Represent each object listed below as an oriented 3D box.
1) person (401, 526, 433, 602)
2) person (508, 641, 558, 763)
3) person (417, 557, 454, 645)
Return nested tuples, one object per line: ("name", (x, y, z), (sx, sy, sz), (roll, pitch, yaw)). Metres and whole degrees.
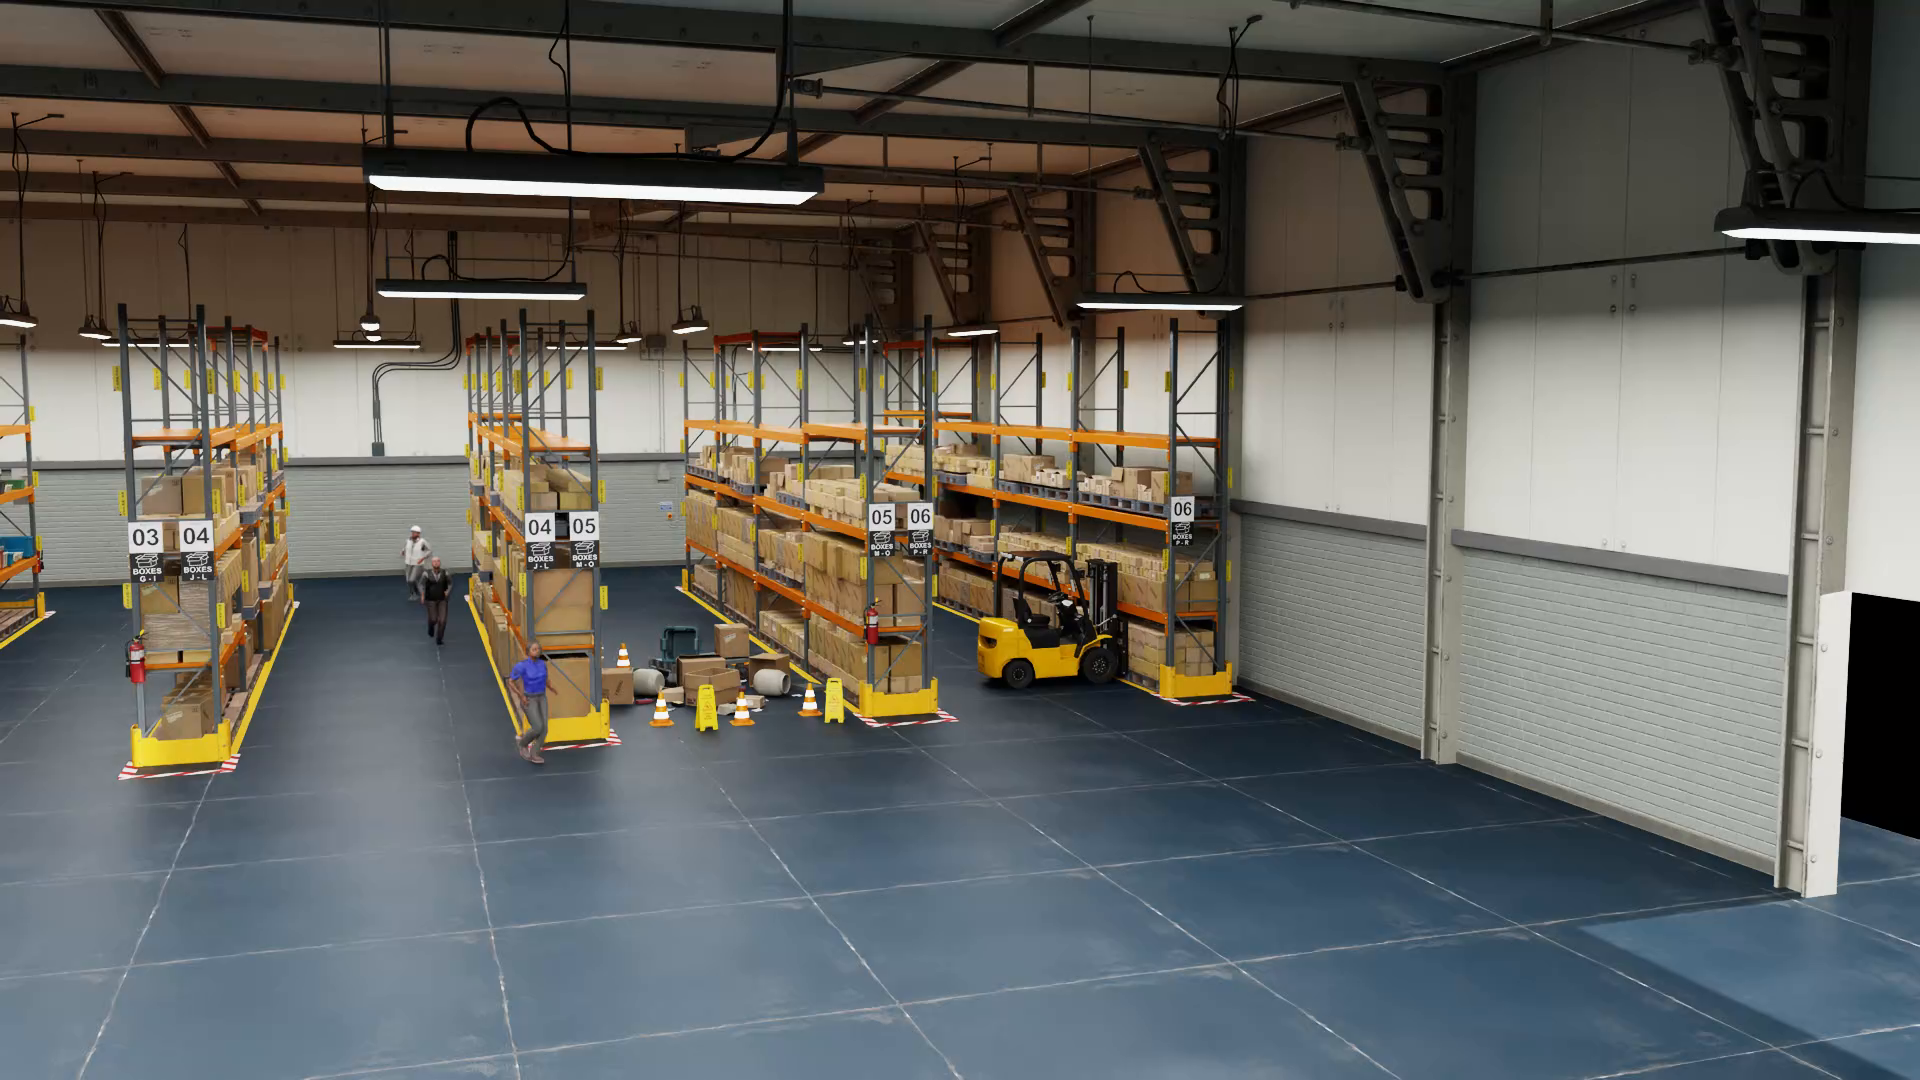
("person", (-12.410, 0.554, 37.839), (0.668, 1.752, 0.655), (1, 6, 14))
("person", (-5.573, 2.132, 21.843), (0.553, 1.611, 0.594), (4, 7, 37))
("person", (-10.002, 1.160, 31.798), (0.669, 1.674, 0.582), (-3, 6, -25))
